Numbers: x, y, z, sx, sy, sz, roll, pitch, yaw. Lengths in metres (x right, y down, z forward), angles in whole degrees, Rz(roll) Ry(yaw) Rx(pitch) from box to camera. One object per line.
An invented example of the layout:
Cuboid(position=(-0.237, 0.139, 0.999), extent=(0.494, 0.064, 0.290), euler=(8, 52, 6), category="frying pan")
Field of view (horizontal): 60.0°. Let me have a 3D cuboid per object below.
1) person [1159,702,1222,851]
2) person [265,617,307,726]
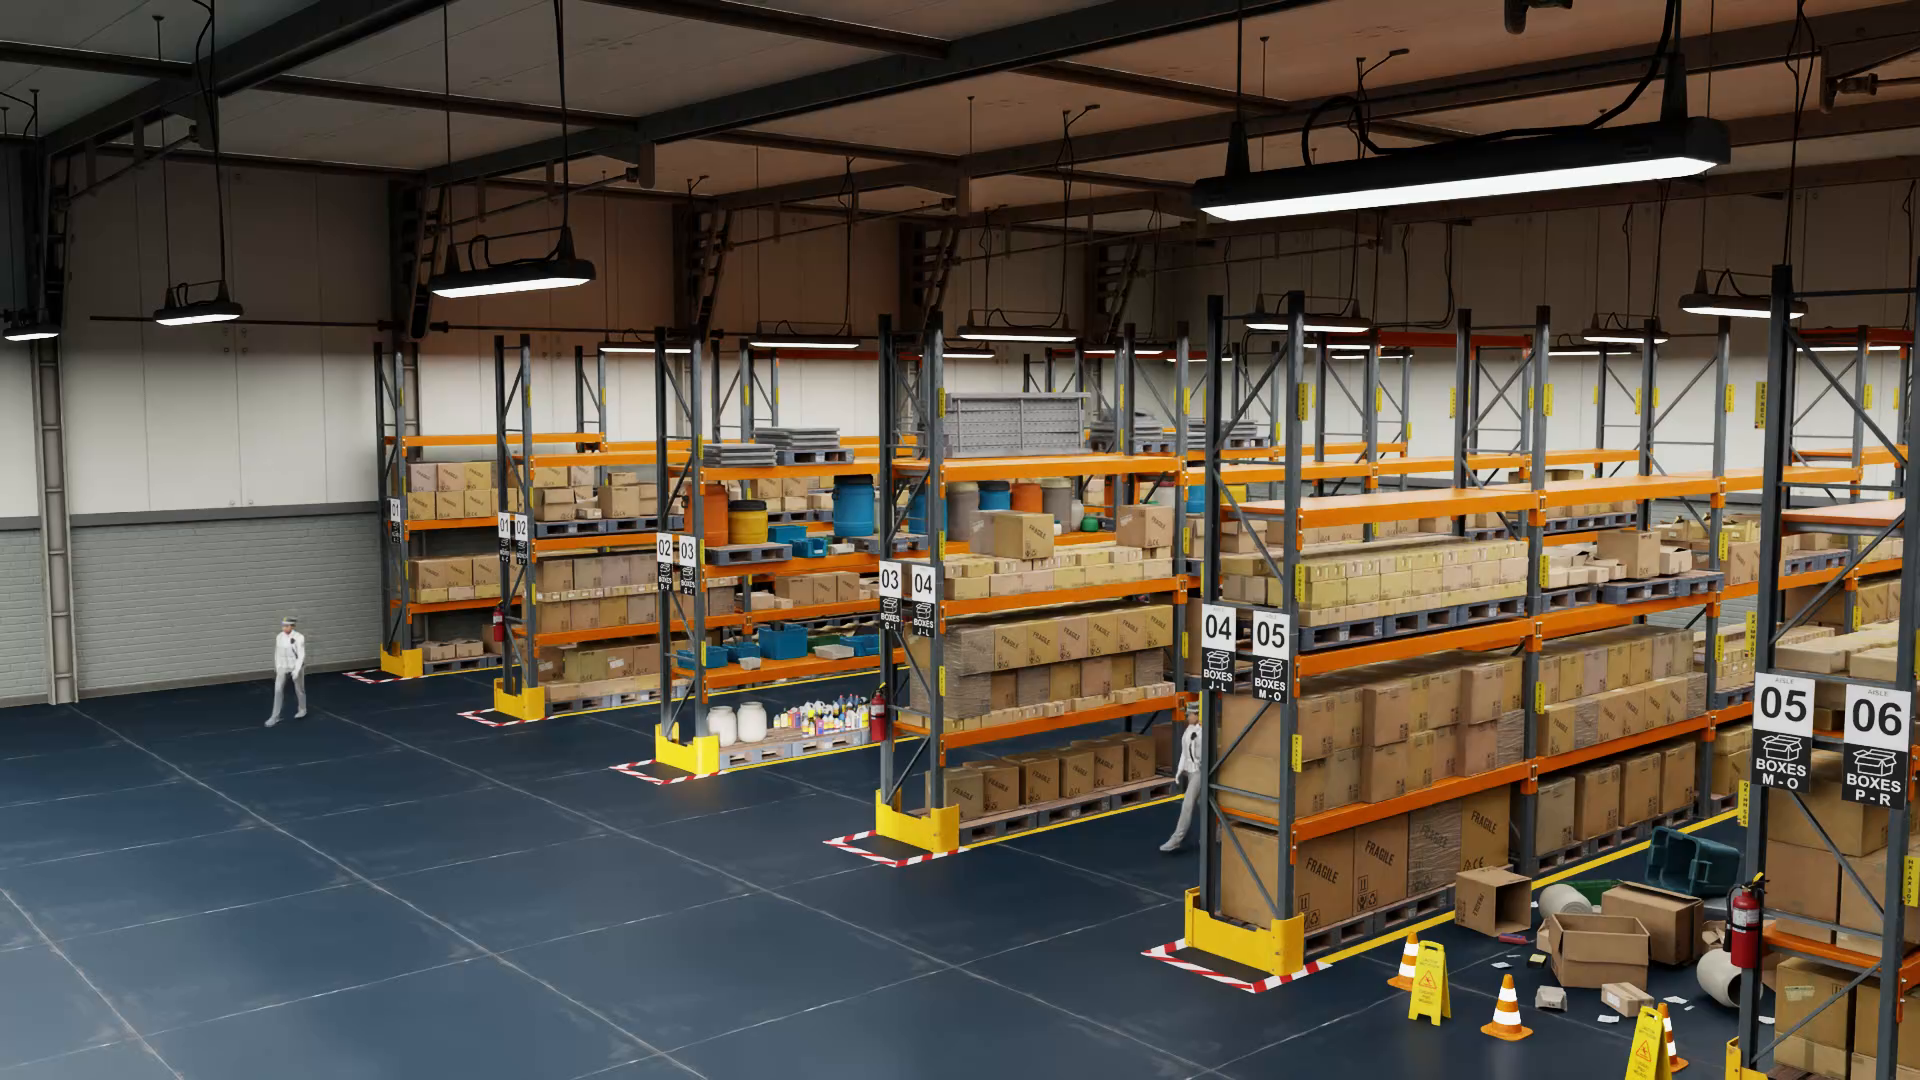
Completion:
Cuboid(position=(2.592, 2.628, 18.682), extent=(0.888, 1.629, 0.527), euler=(-1, 5, -14), category="person")
Cuboid(position=(-10.388, 1.989, 25.721), extent=(0.512, 1.623, 0.907), euler=(0, 5, -4), category="person")
